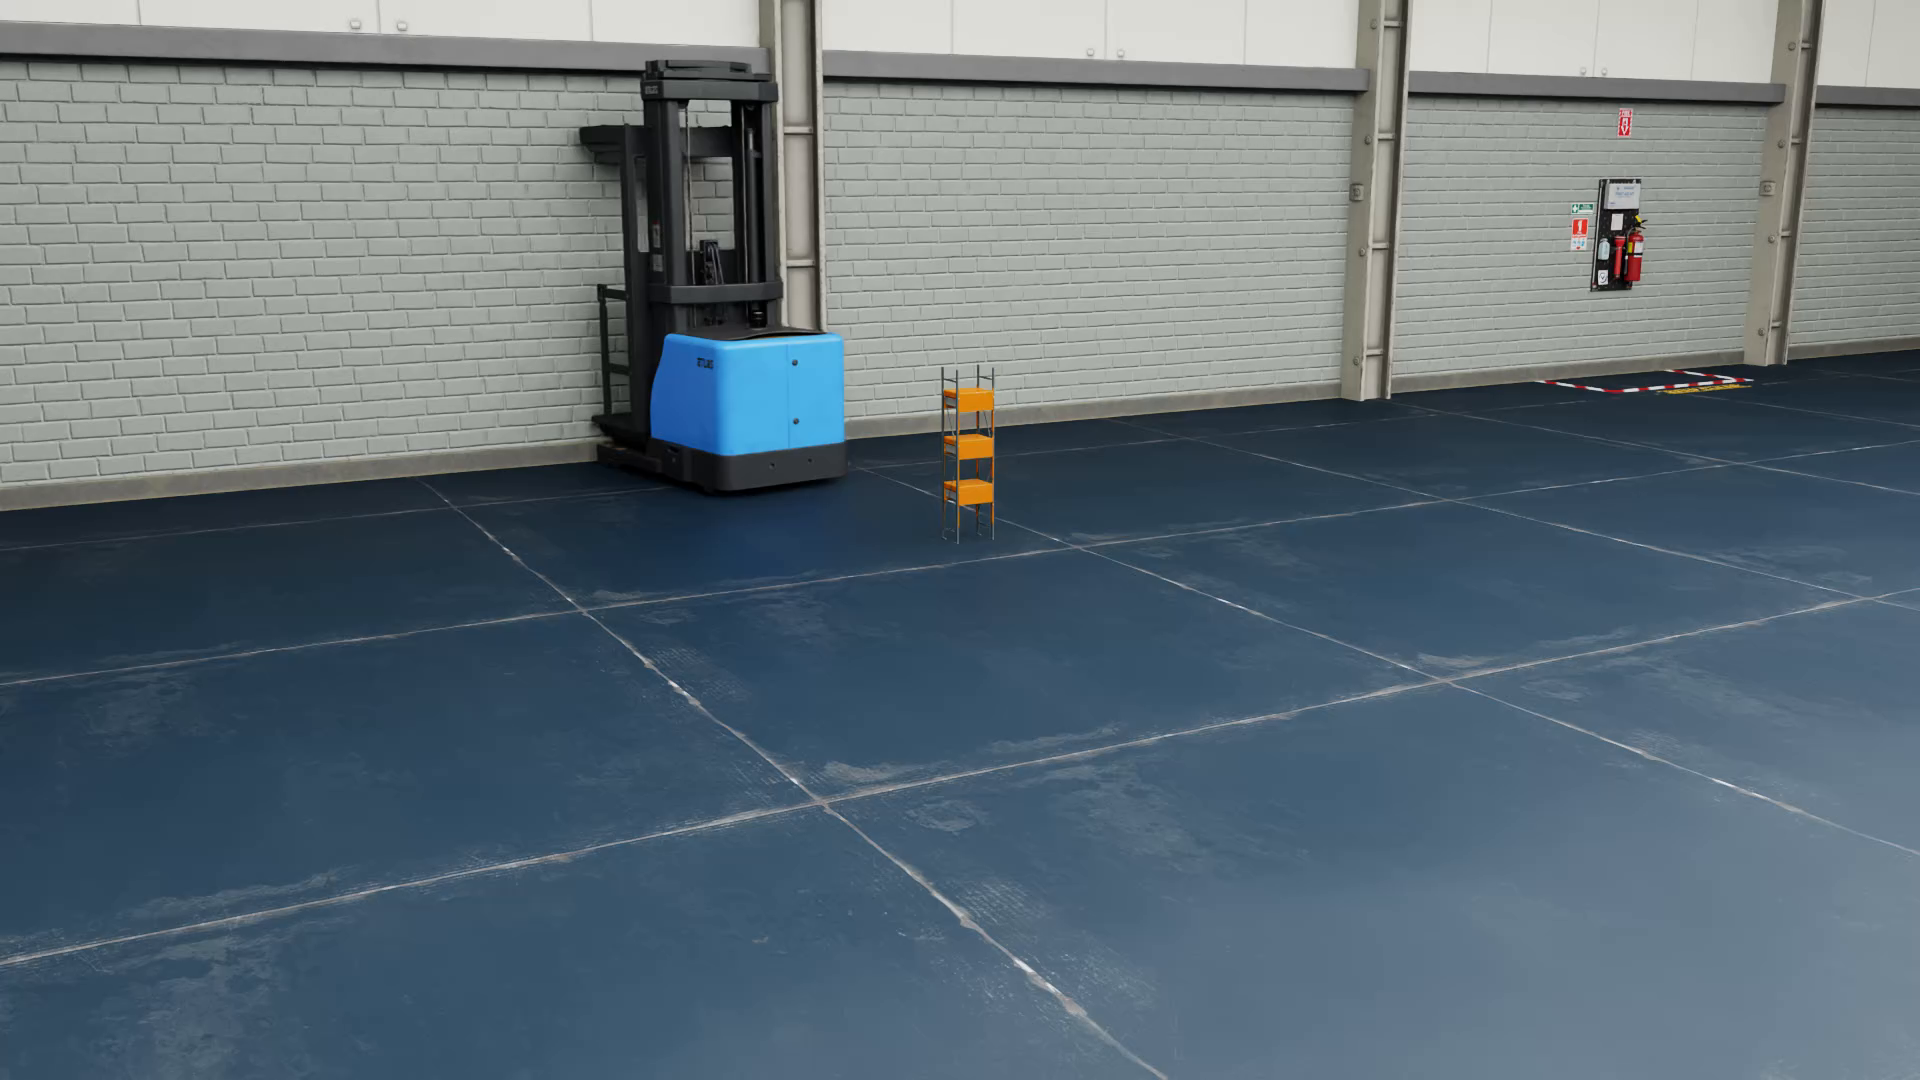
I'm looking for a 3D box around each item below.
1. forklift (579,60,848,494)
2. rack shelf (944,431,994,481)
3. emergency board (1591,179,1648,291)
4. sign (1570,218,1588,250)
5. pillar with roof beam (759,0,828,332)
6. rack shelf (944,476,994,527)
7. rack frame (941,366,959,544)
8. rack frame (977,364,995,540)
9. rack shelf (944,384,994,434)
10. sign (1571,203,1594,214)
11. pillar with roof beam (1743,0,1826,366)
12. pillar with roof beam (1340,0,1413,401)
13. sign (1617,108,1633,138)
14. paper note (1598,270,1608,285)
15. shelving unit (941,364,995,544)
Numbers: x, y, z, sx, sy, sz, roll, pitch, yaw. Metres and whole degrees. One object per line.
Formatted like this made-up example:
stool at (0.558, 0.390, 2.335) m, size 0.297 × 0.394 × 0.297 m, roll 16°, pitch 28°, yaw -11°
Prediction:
forklift at (-2.100, -2.016, 12.392) m, size 1.130 × 2.935 × 3.031 m, roll -10°, pitch 16°, yaw -37°
rack shelf at (0.047, -0.507, 10.021) m, size 0.240 × 0.259 × 0.215 m, roll -7°, pitch 14°, yaw -28°
emergency board at (7.044, -3.234, 17.648) m, size 0.643 × 1.169 × 0.194 m, roll -7°, pitch 14°, yaw -28°
sign at (6.510, -3.213, 17.474) m, size 0.234 × 0.329 × 0.001 m, roll -7°, pitch 14°, yaw -28°
pillar with roof beam at (0.762, -4.321, 8.816) m, size 0.400 × 9.000 × 9.100 m, roll -7°, pitch 14°, yaw -28°
rack shelf at (0.047, -0.236, 10.082) m, size 0.240 × 0.259 × 0.215 m, roll -7°, pitch 14°, yaw -28°
rack frame at (-0.060, -0.505, 9.962) m, size 0.008 × 1.050 × 0.200 m, roll -7°, pitch 14°, yaw -28°
rack frame at (0.154, -0.531, 10.076) m, size 0.008 × 1.050 × 0.200 m, roll -7°, pitch 14°, yaw -28°
rack shelf at (0.047, -0.784, 9.959) m, size 0.240 × 0.259 × 0.215 m, roll -7°, pitch 14°, yaw -28°
sign at (6.518, -3.471, 17.410) m, size 0.331 × 0.109 × 0.001 m, roll -7°, pitch 14°, yaw -28°
pillar with roof beam at (11.295, -5.584, 14.425) m, size 0.400 × 9.000 × 9.100 m, roll -7°, pitch 14°, yaw -28°
pillar with roof beam at (6.028, -4.953, 11.620) m, size 0.400 × 9.000 × 9.100 m, roll -7°, pitch 14°, yaw -28°
sign at (6.990, -4.383, 17.475) m, size 0.199 × 0.298 × 0.001 m, roll -7°, pitch 14°, yaw -28°
paper note at (6.856, -2.799, 17.721) m, size 0.142 × 0.148 × 0.016 m, roll -7°, pitch 14°, yaw -28°
shelving unit at (0.047, -0.518, 10.019) m, size 0.252 × 1.050 × 0.215 m, roll -7°, pitch 14°, yaw -28°
